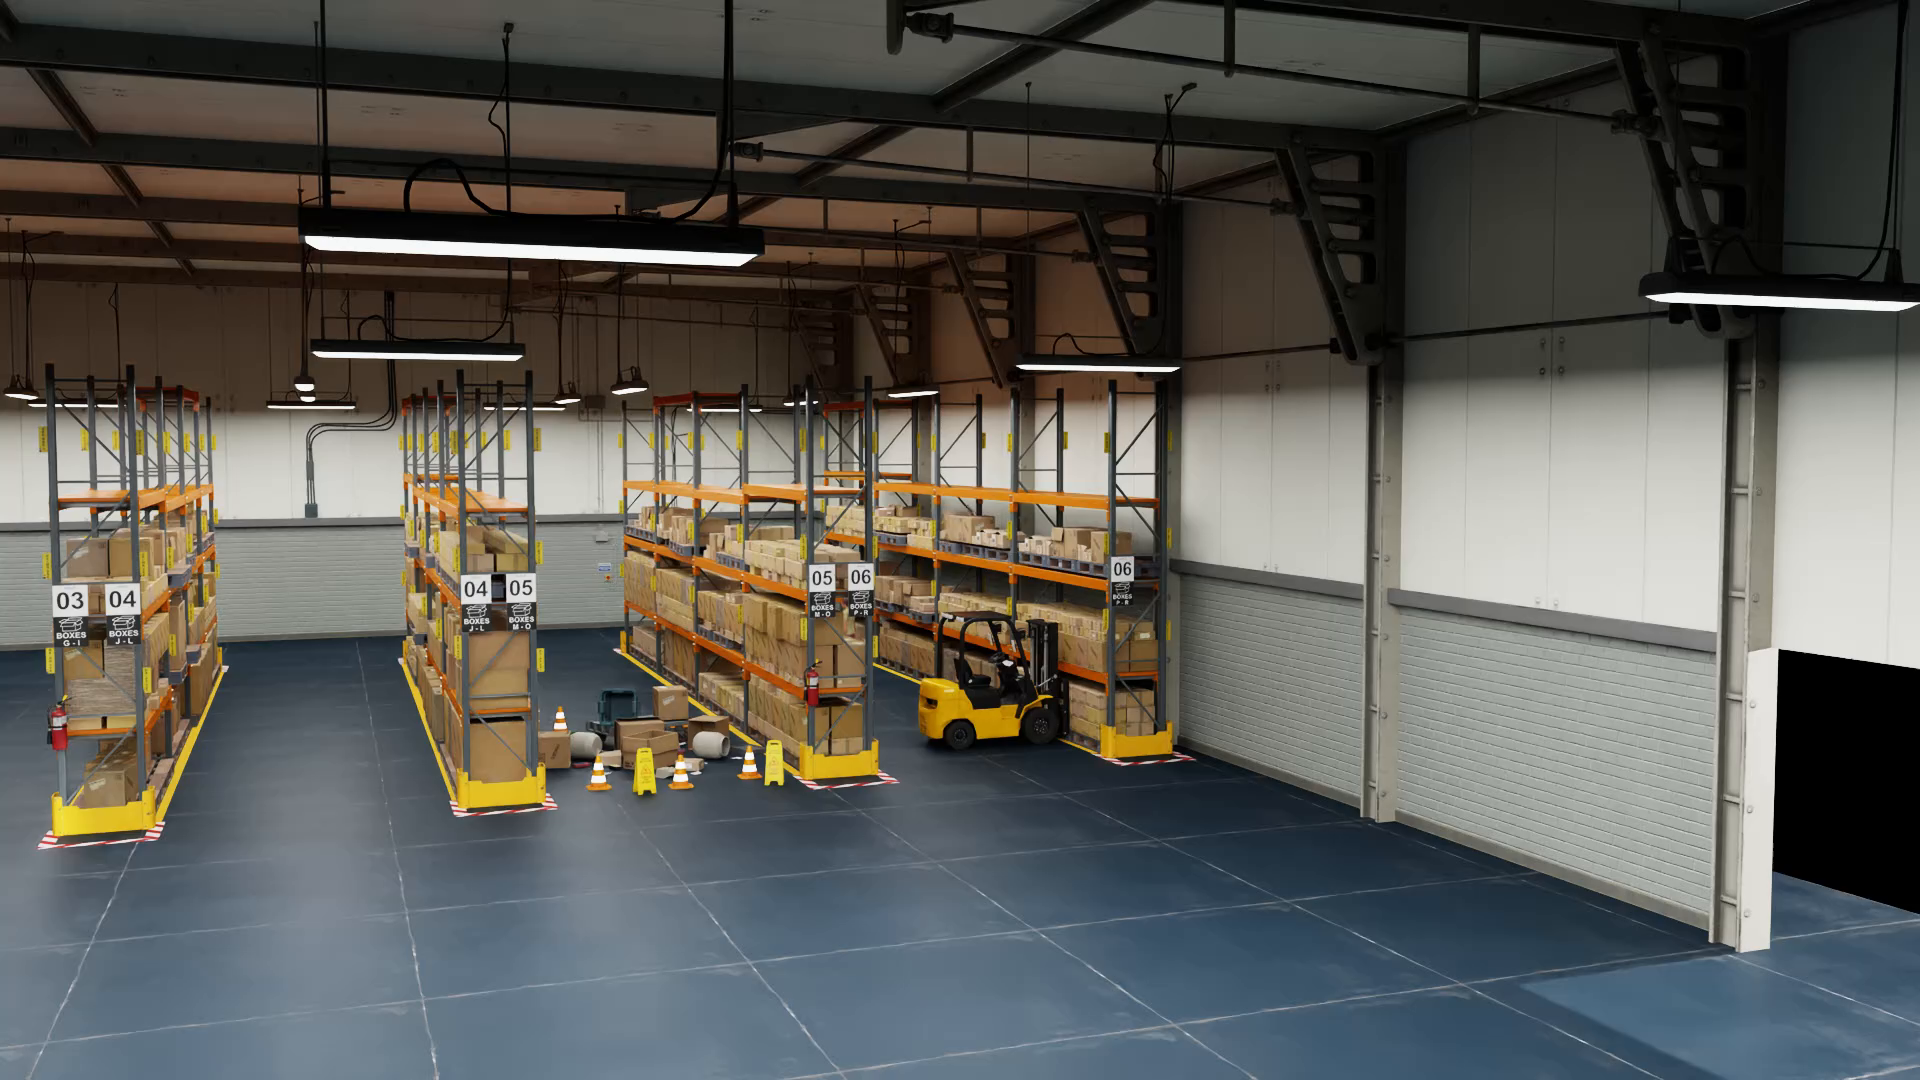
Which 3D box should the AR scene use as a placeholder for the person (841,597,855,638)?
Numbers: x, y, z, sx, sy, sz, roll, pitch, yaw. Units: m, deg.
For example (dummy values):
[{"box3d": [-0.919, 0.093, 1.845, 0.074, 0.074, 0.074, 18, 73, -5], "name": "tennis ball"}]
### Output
[{"box3d": [-2.381, 2.067, 35.839, 0.509, 1.667, 0.489, 1, 4, 23], "name": "person"}]
